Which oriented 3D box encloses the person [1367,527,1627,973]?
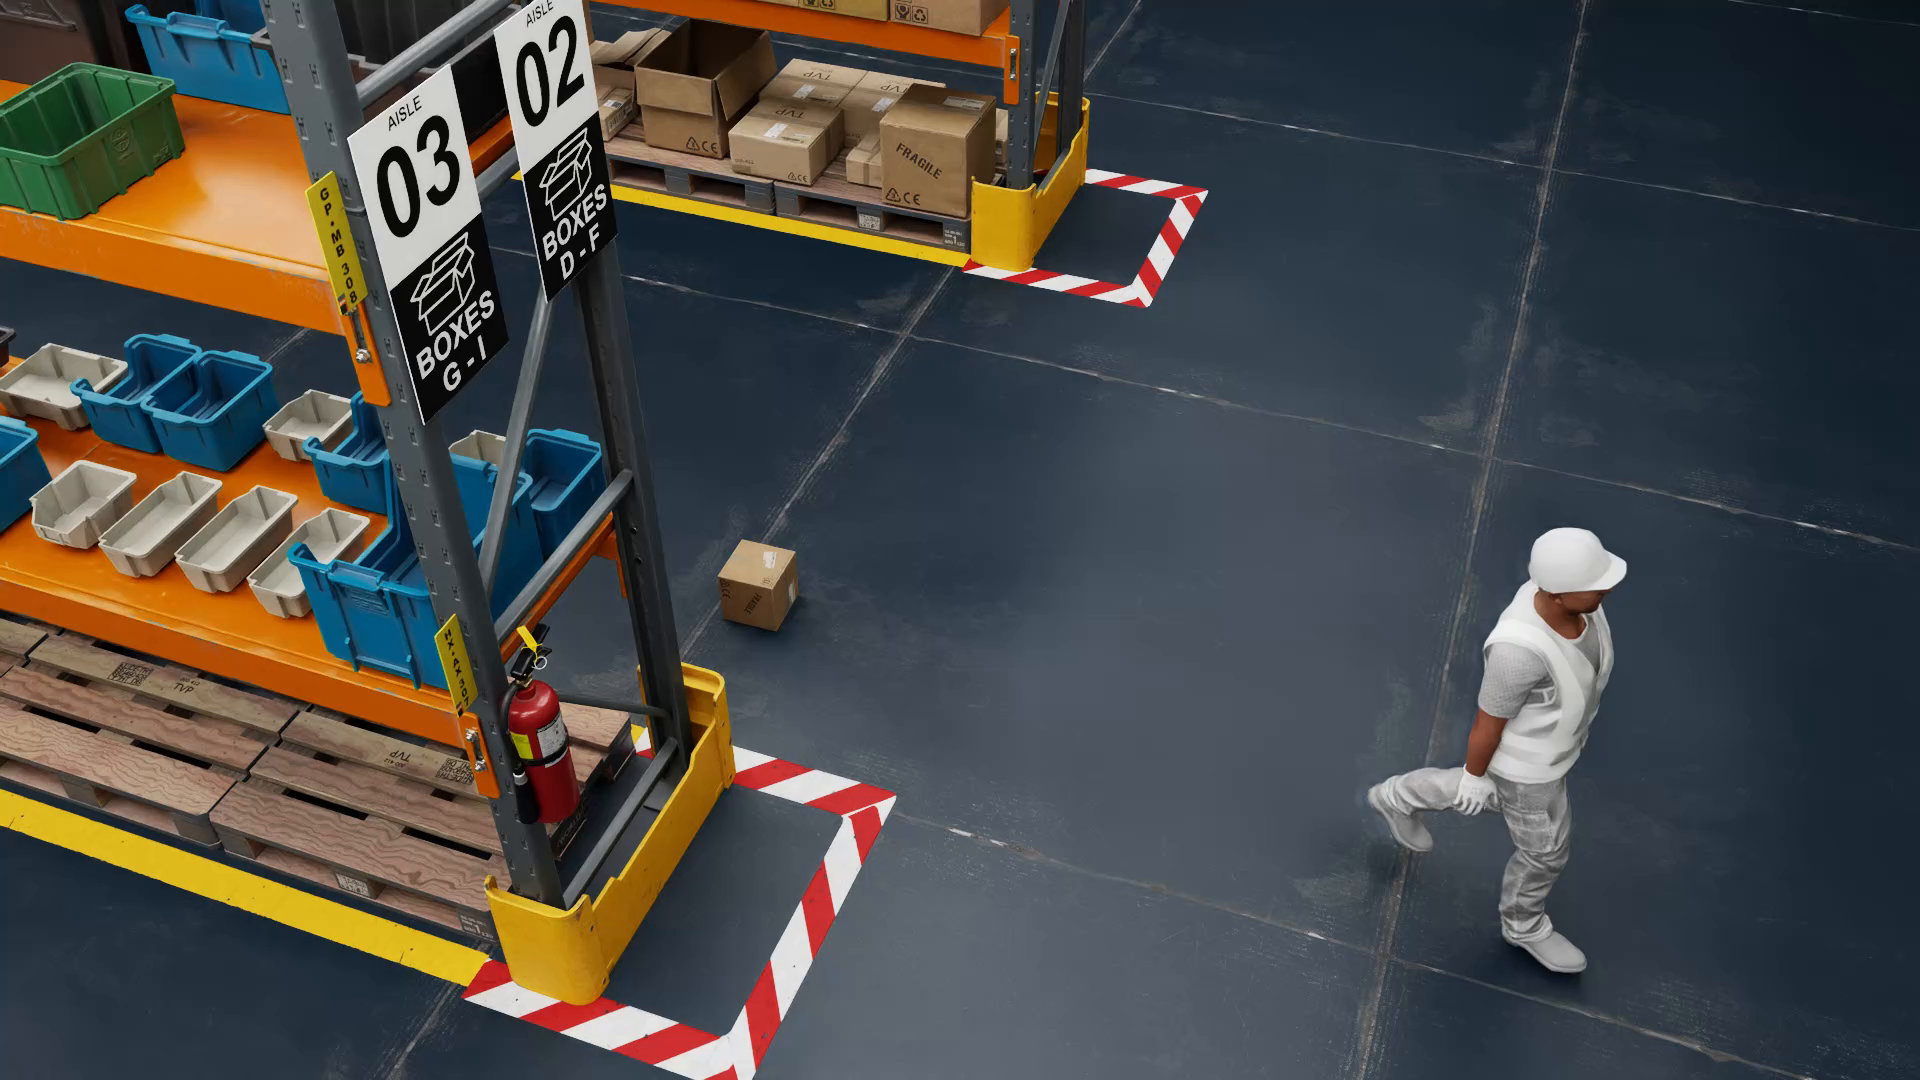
[{"bbox_3d":[1.826,0.630,5.412,0.902,1.758,0.569,24,46,25],"label":"person"}]
